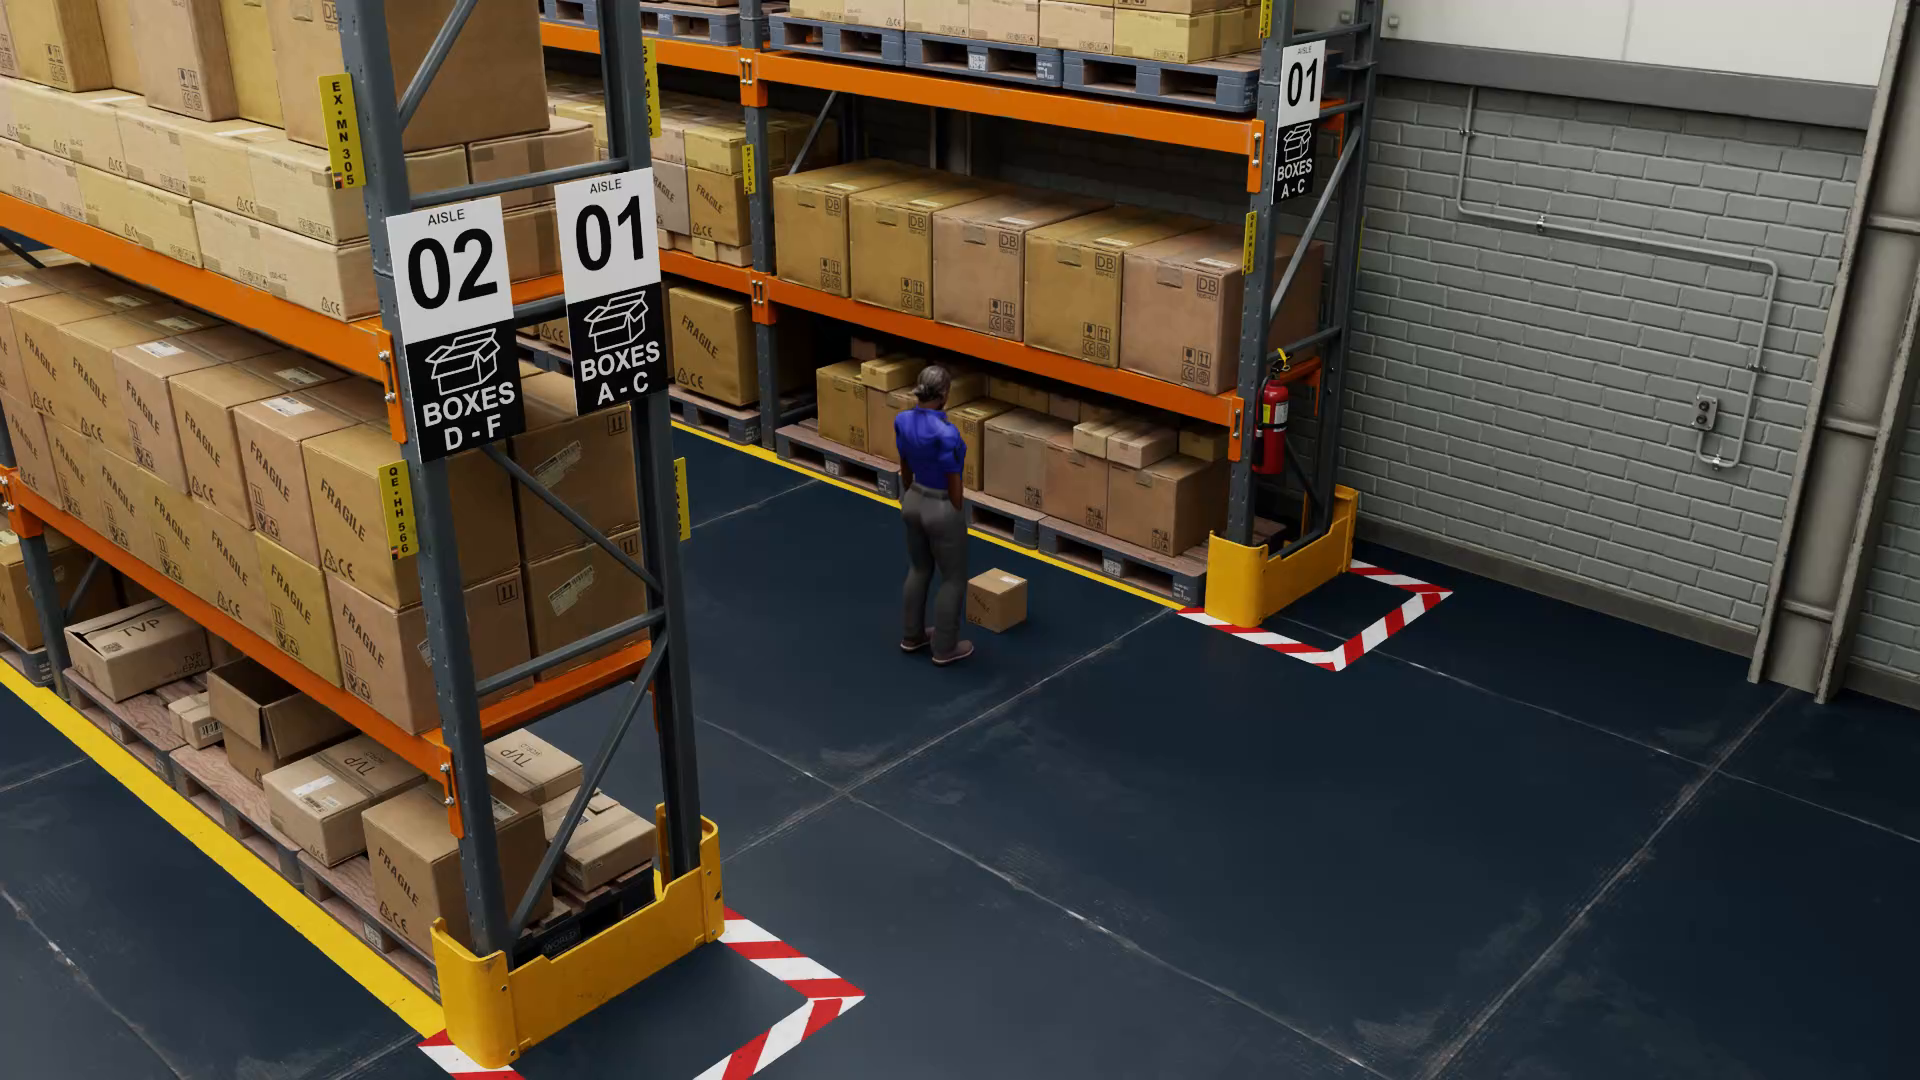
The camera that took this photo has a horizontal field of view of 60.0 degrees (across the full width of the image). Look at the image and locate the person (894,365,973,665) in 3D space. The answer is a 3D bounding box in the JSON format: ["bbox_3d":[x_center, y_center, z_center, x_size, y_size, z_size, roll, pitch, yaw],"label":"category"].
[{"bbox_3d":[-0.149,-0.142,8.946,0.440,1.649,0.305,21,31,39],"label":"person"}]
